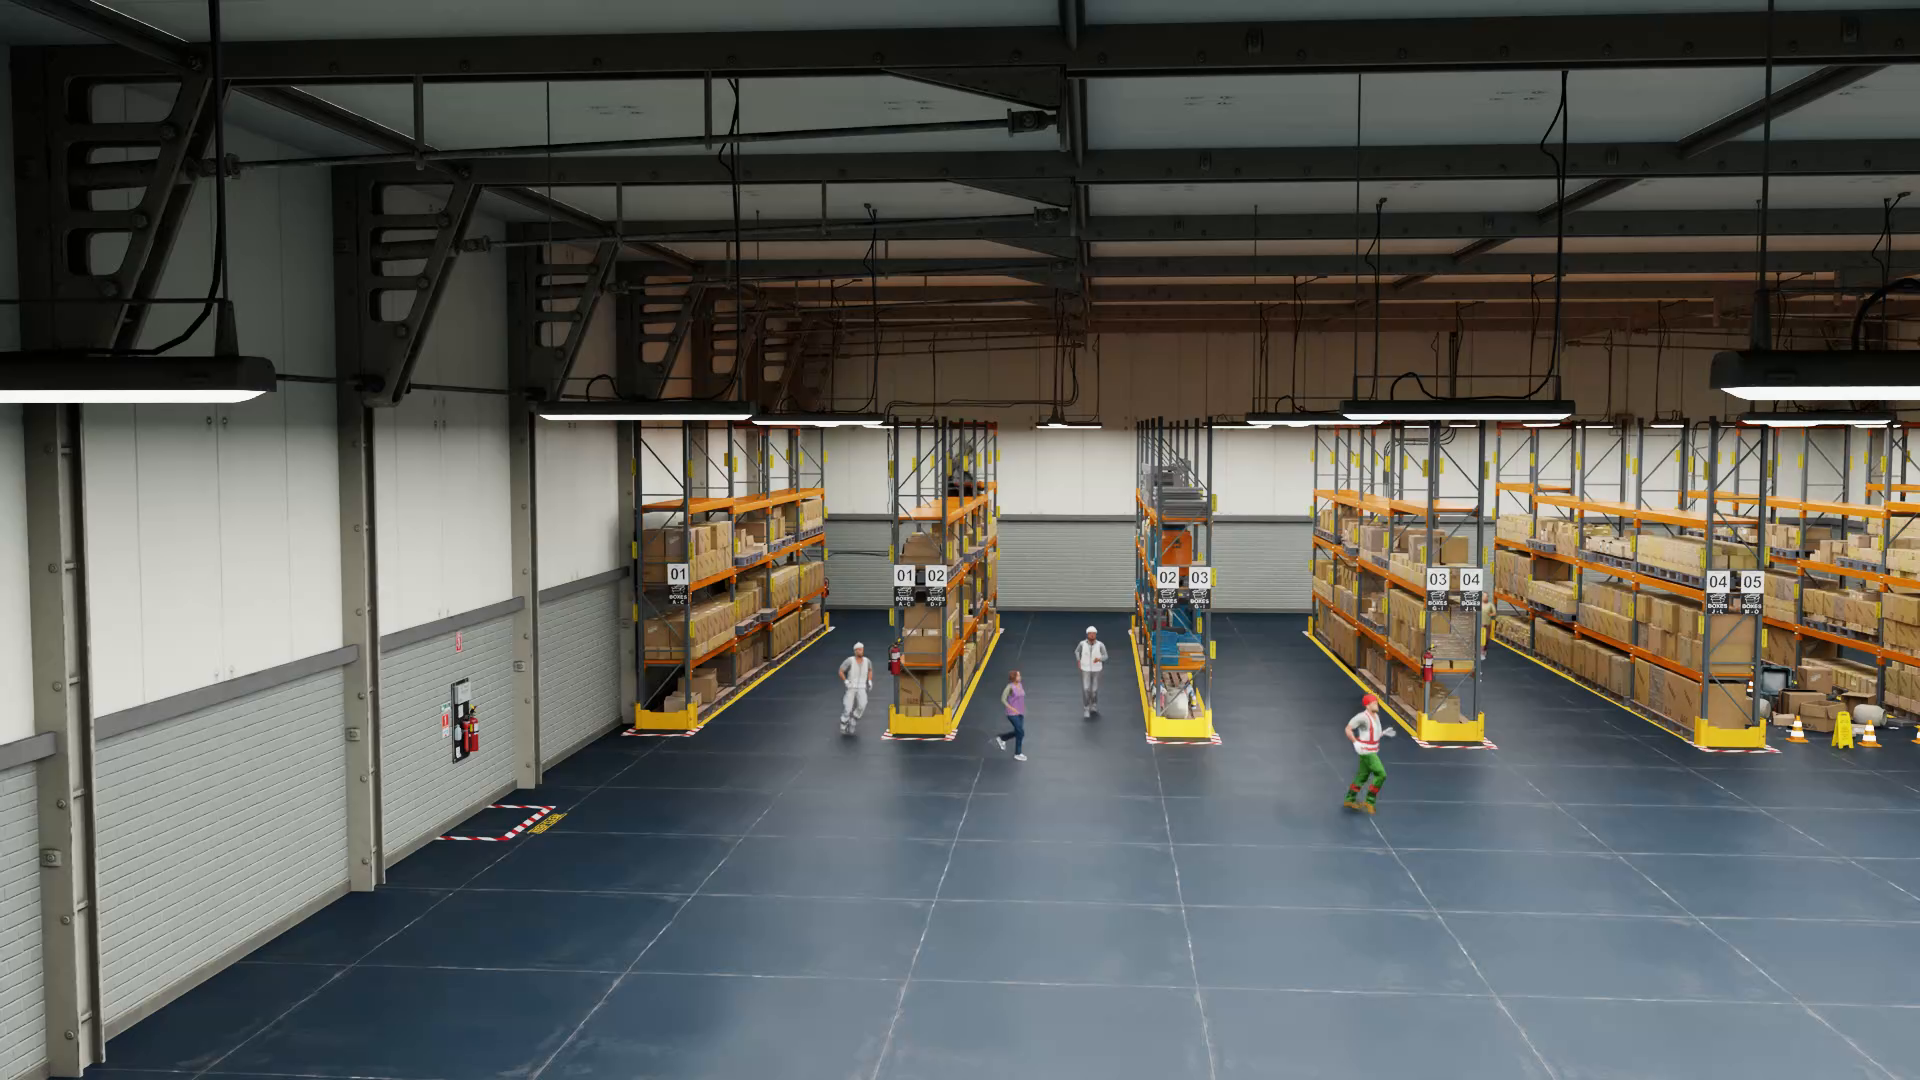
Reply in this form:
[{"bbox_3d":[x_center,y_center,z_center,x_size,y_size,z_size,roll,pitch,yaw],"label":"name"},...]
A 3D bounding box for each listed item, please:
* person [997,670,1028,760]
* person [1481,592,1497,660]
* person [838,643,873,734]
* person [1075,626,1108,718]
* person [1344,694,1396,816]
[{"bbox_3d":[0.899,3.048,29.125,0.673,1.577,0.551,3,5,35],"label":"person"},{"bbox_3d":[13.182,2.130,41.787,0.577,1.664,0.946,1,4,10],"label":"person"},{"bbox_3d":[-1.939,2.798,31.362,0.719,1.724,0.604,-1,4,-18],"label":"person"},{"bbox_3d":[2.653,2.651,33.549,0.661,1.823,0.726,0,4,5],"label":"person"},{"bbox_3d":[6.142,3.217,24.933,0.746,1.832,0.616,2,4,29],"label":"person"}]
